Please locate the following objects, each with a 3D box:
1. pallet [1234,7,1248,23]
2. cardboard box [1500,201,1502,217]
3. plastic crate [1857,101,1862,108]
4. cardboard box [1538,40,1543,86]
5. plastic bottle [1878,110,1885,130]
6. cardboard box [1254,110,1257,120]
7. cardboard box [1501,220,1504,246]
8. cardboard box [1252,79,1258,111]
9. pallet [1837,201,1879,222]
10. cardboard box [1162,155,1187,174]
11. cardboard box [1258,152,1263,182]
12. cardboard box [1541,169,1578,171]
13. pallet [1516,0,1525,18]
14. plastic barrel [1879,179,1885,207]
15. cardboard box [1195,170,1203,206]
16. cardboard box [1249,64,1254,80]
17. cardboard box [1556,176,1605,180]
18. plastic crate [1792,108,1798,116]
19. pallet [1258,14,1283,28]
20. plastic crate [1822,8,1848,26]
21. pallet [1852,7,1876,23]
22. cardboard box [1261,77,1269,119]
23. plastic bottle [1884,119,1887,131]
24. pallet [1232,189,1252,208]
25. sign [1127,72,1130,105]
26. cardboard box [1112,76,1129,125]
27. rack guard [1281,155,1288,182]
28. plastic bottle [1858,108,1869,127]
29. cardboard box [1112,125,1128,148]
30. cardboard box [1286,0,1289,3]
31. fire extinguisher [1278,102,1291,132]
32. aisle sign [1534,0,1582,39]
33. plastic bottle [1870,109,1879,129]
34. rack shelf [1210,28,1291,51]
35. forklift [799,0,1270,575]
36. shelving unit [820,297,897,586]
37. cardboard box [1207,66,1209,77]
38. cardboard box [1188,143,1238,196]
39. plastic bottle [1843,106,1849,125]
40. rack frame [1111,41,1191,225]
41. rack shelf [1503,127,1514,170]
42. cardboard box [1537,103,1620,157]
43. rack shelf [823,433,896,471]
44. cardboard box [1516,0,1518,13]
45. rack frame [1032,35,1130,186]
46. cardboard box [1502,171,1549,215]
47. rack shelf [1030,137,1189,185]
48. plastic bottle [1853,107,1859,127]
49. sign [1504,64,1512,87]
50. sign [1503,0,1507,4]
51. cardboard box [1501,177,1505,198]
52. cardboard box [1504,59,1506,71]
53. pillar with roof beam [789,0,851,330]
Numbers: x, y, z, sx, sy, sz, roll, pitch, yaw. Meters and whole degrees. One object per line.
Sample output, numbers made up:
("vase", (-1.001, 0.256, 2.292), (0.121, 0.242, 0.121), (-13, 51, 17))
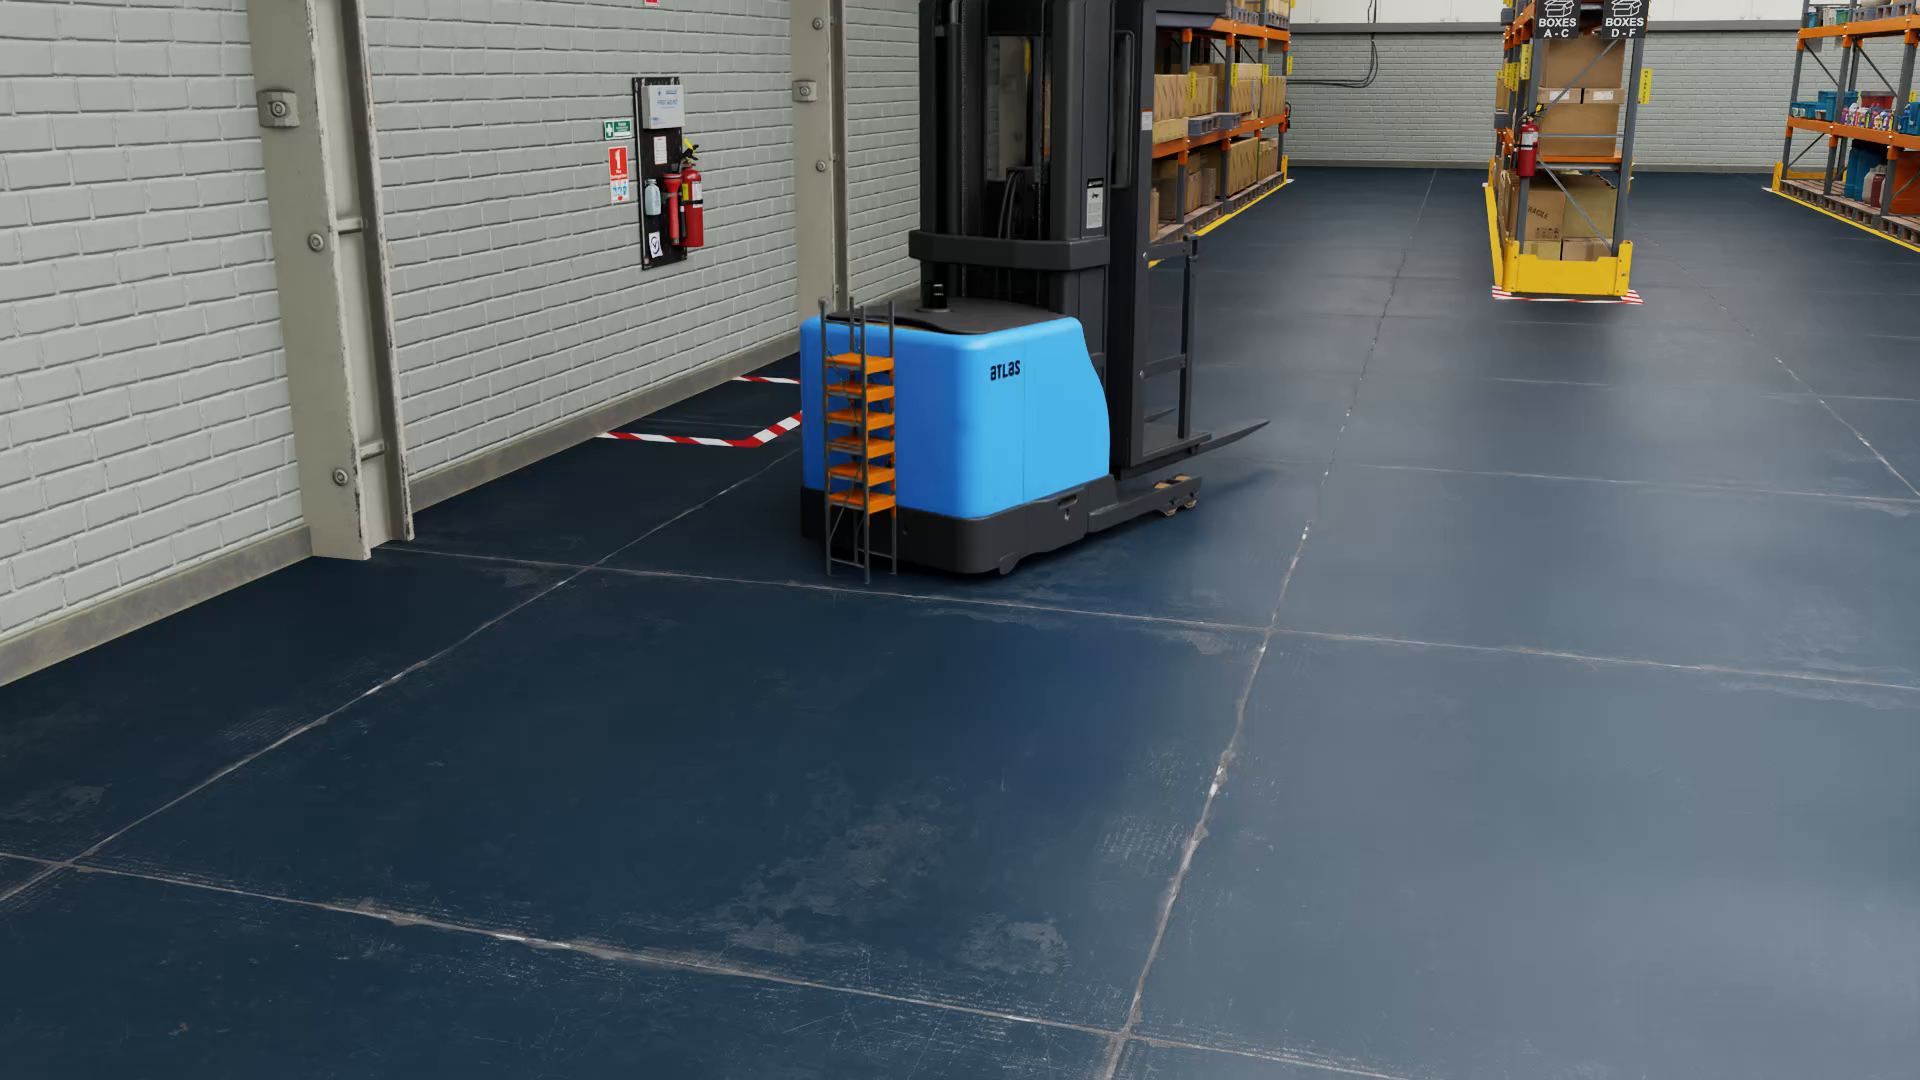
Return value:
("pallet", (3.665, -7.922, 25.112), (1.213, 0.211, 1.003), (5, 17, 18))
("cardboard box", (7.423, -4.377, 22.033), (0.500, 0.250, 0.500), (5, 17, 17))
("plastic crate", (14.778, -7.033, 27.234), (0.437, 0.282, 0.530), (5, 16, 16))
("cardboard box", (6.598, -5.129, 17.856), (0.700, 0.500, 0.500), (5, 16, 16))
("plastic bottle", (12.964, -5.897, 23.359), (0.097, 0.271, 0.097), (0, 16, 0))
("cardboard box", (4.796, -7.154, 27.979), (0.380, 0.149, 0.250), (5, 17, 17))
("cardboard box", (6.430, -3.488, 18.900), (0.500, 0.250, 0.500), (5, 16, 16))
("cardboard box", (4.644, -7.370, 27.551), (0.500, 0.500, 0.500), (5, 17, 16))
("pallet", (13.564, -4.815, 24.419), (1.003, 0.211, 1.213), (5, 16, 16))
("cardboard box", (2.855, -5.166, 22.947), (0.500, 0.250, 0.500), (4, 16, 14))
("cardboard box", (4.980, -6.631, 29.522), (0.700, 0.500, 0.500), (5, 17, 17))
("cardboard box", (8.686, -5.120, 24.159), (0.500, 0.500, 0.500), (5, 17, 18))
("pallet", (8.176, -7.182, 22.502), (1.213, 0.211, 1.003), (5, 17, 18))
("plastic barrel", (13.229, -4.918, 23.461), (0.421, 0.512, 0.421), (0, 16, 0))
("cardboard box", (3.120, -5.088, 24.046), (0.700, 0.500, 0.500), (5, 16, 16))
("cardboard box", (4.482, -7.597, 26.977), (0.500, 0.250, 0.500), (5, 17, 17))
("cardboard box", (6.932, -3.808, 18.654), (0.500, 0.500, 0.500), (5, 16, 16))
("plastic crate", (14.748, -7.507, 29.174), (0.250, 0.136, 0.298), (5, 16, 16))
("pallet", (5.260, -9.376, 30.052), (1.003, 0.211, 1.213), (5, 16, 16))
("plastic crate", (14.379, -8.552, 27.204), (0.437, 0.282, 0.530), (5, 16, 16))
("pallet", (14.039, -7.815, 24.734), (1.213, 0.211, 1.003), (5, 16, 16))
("cardboard box", (4.839, -7.729, 29.031), (0.980, 0.700, 0.700), (5, 17, 17))
("plastic bottle", (12.853, -5.762, 23.009), (0.097, 0.201, 0.097), (0, 16, 0))
("pallet", (4.177, -5.574, 27.095), (1.003, 0.211, 1.213), (5, 16, 16))
("sign", (1.779, -4.679, 17.241), (0.100, 0.325, 0.005), (5, 16, 16))
("cardboard box", (1.683, -4.704, 17.781), (0.500, 0.500, 0.500), (5, 16, 16))
("rack guard", (5.813, -7.294, 32.629), (1.175, 0.500, 0.348), (5, 16, 16))
("plastic bottle", (13.342, -6.221, 24.494), (0.152, 0.276, 0.135), (5, 16, 16))
("cardboard box", (1.702, -4.345, 17.889), (0.500, 0.250, 0.500), (4, 16, 14))
("cardboard box", (5.860, -10.259, 30.954), (0.500, 0.500, 0.500), (5, 16, 16))
("fire extinguisher", (6.291, -8.277, 32.340), (0.296, 0.674, 0.183), (5, 16, 16))
("aisle sign", (5.709, -5.177, 15.822), (0.394, 0.787, 0.004), (5, 16, 16))
("plastic bottle", (13.062, -6.011, 23.738), (0.061, 0.283, 0.133), (5, 16, 16))
("rack shelf", (5.238, -9.064, 30.110), (1.077, 0.370, 4.000), (5, 16, 16))
("forklift", (0.567, -1.600, 8.099), (1.130, 2.935, 3.031), (12, 20, 36))
("shelving unit", (-0.431, -0.421, 7.114), (0.258, 1.200, 0.189), (12, 20, 36))
("cardboard box", (3.463, -6.877, 24.398), (0.380, 0.149, 0.250), (2, 16, 9))
("cardboard box", (3.867, -5.747, 25.765), (0.750, 0.750, 0.750), (4, 16, 15))
("plastic bottle", (13.617, -6.522, 25.539), (0.061, 0.283, 0.133), (5, 16, 16))
("rack frame", (2.396, -5.351, 21.197), (1.000, 3.000, 0.127), (5, 16, 16))
("rack shelf", (7.715, -5.145, 21.789), (1.077, 0.370, 4.000), (5, 16, 16))
("cardboard box", (6.154, -4.090, 16.570), (0.700, 0.500, 0.500), (5, 16, 16))
("rack shelf", (-0.431, -0.378, 7.126), (0.258, 0.103, 0.180), (12, 20, 36))
("cardboard box", (8.520, -7.755, 23.995), (0.910, 0.500, 0.500), (5, 16, 16))
("rack frame", (1.259, -4.304, 17.508), (1.000, 3.000, 0.127), (5, 16, 16))
("cardboard box", (6.714, -4.111, 19.720), (0.500, 0.500, 0.500), (5, 16, 16))
("rack shelf", (1.827, -4.481, 19.451), (1.077, 0.370, 4.000), (5, 16, 16))
("plastic bottle", (13.402, -6.324, 24.843), (0.061, 0.283, 0.133), (5, 16, 16))
("sign", (7.760, -6.573, 23.528), (0.100, 0.325, 0.005), (5, 16, 16))
("sign", (10.036, -10.013, 30.534), (0.100, 0.325, 0.005), (5, 16, 16))
("cardboard box", (7.419, -4.643, 21.943), (0.500, 0.311, 0.500), (4, 16, 15))
("cardboard box", (9.458, -7.876, 28.086), (0.500, 0.500, 0.500), (4, 16, 15))
("pillar with roof beam", (3.051, -5.537, 10.860), (9.100, 9.000, 0.400), (5, 16, 16))
